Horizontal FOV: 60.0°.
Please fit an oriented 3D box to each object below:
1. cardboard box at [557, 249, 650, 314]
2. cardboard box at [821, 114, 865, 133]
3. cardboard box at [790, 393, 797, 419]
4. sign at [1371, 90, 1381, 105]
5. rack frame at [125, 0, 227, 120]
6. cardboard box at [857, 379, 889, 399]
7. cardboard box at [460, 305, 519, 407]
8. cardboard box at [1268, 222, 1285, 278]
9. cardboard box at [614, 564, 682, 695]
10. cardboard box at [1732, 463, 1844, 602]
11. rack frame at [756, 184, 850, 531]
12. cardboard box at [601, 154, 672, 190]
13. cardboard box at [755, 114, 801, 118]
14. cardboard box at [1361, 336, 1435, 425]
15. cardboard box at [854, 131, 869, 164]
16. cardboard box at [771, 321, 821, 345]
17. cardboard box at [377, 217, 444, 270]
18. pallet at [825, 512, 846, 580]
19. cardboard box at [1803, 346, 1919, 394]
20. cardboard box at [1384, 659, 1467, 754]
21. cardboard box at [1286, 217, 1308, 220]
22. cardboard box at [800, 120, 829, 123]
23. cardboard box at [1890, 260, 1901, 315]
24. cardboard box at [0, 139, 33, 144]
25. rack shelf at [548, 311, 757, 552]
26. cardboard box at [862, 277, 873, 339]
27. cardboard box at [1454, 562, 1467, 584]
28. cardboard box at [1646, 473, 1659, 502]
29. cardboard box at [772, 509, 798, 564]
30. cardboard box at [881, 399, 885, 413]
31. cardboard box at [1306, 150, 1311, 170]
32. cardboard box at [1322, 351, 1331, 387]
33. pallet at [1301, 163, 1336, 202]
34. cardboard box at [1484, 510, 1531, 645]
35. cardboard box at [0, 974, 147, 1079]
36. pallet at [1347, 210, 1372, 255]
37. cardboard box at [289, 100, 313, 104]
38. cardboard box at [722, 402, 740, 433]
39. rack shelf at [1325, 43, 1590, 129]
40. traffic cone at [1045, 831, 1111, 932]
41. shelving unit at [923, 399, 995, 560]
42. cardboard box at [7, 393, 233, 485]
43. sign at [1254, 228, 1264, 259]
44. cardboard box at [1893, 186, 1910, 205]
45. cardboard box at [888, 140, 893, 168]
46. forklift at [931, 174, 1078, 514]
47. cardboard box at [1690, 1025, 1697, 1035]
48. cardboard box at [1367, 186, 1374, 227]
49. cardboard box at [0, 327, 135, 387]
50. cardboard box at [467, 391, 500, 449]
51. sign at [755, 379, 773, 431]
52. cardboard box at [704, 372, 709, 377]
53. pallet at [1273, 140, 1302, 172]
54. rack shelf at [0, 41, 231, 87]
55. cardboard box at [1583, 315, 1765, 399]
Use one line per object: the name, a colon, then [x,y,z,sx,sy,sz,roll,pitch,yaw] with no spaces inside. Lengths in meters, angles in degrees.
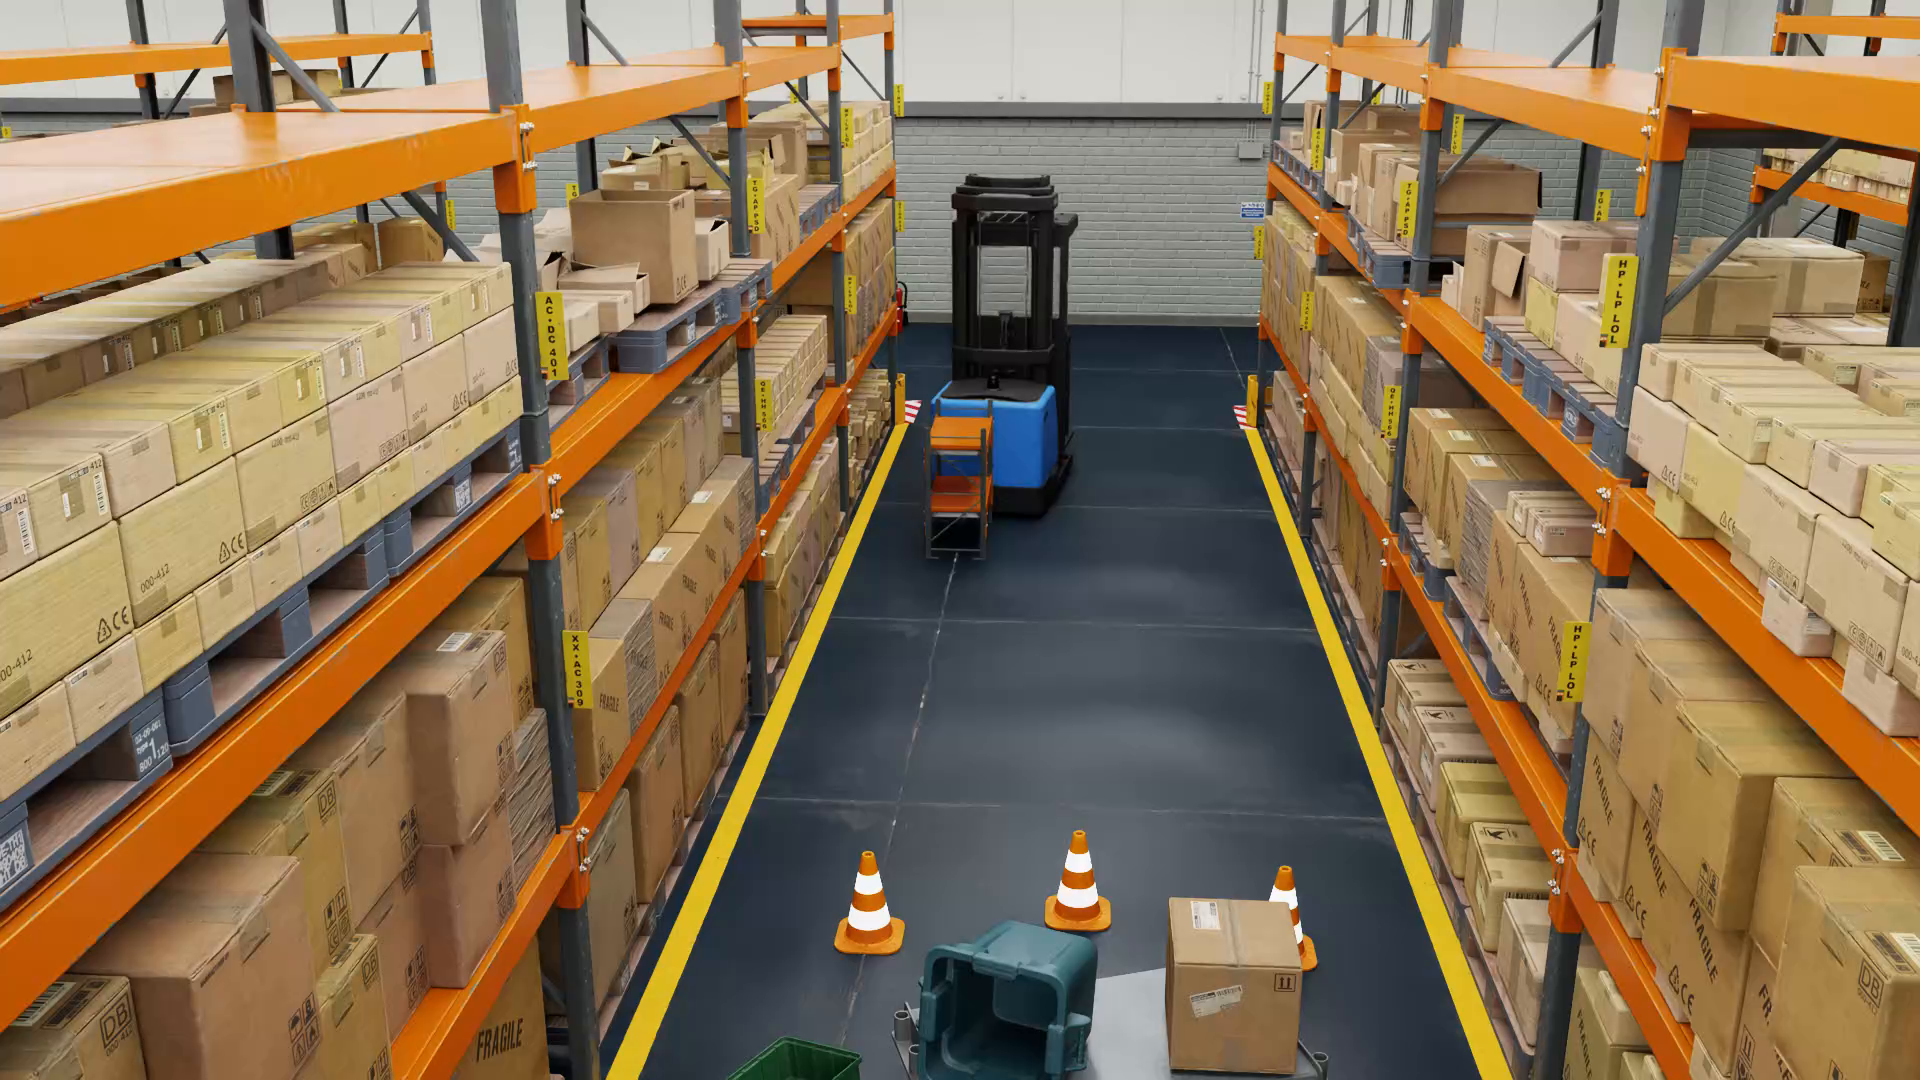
cardboard box: [-1.709,-1.238,7.946,0.396,0.266,0.258,1,18,4]
cardboard box: [-1.076,-3.810,15.215,0.380,0.149,0.250,2,18,7]
cardboard box: [-1.421,-1.002,12.393,0.380,0.149,0.250,1,18,2]
sign: [4.291,-4.492,17.204,0.100,0.325,0.005,1,18,4]
rack frame: [-6.421,-4.530,13.796,1.000,3.000,0.127,1,18,4]
cardboard box: [-0.947,-1.577,17.367,0.380,0.149,0.250,1,18,3]
cardboard box: [-1.834,-0.636,5.659,0.500,0.250,0.500,1,18,3]
cardboard box: [3.402,-2.920,16.750,0.500,0.500,0.500,1,18,2]
cardboard box: [-1.674,0.431,8.131,0.500,0.500,0.500,1,18,4]
cardboard box: [2.509,-0.023,4.621,0.500,0.250,0.500,1,18,4]
rack frame: [-1.481,-1.537,14.297,1.000,3.000,0.127,1,18,4]
cardboard box: [-1.998,-2.263,10.305,0.396,0.266,0.258,1,18,4]
cardboard box: [-1.664,-3.824,15.256,0.380,0.149,0.250,1,18,4]
cardboard box: [2.982,-1.064,11.088,0.500,0.500,0.500,2,18,5]
cardboard box: [-1.117,-3.584,15.163,0.500,0.250,0.500,2,18,5]
cardboard box: [-1.334,-1.688,13.529,0.380,0.149,0.250,1,18,2]
cardboard box: [-5.907,-3.191,17.903,0.500,0.500,0.500,2,18,5]
pallet: [-1.535,0.030,13.993,1.003,0.211,1.213,1,18,4]
cardboard box: [3.085,-0.555,5.605,0.380,0.149,0.250,2,18,5]
cardboard box: [3.126,1.009,10.073,0.950,0.372,0.625,0,18,0]
cardboard box: [3.341,-3.025,16.028,0.380,0.149,0.250,1,18,4]
cardboard box: [-1.204,-3.566,14.470,0.380,0.149,0.250,1,18,3]
cardboard box: [8.787,-2.231,14.975,0.500,0.500,0.500,1,18,2]
cardboard box: [-6.762,-2.571,11.798,0.500,0.500,0.500,2,18,7]
rack shelf: [-1.911,-0.757,8.255,1.077,0.370,4.000,1,18,4]
cardboard box: [-1.094,-2.184,15.632,0.500,0.500,0.500,1,18,3]
cardboard box: [2.869,0.133,8.927,0.380,0.149,0.250,2,18,7]
cardboard box: [2.620,-0.187,5.763,0.380,0.149,0.250,1,18,3]
cardboard box: [-1.441,-0.029,11.830,0.500,0.250,0.500,1,18,3]
cardboard box: [-0.983,-1.434,17.408,0.380,0.149,0.250,1,18,2]
cardboard box: [3.209,-3.299,14.424,0.380,0.149,0.250,2,18,5]
cardboard box: [3.141,-1.331,13.107,0.500,0.250,0.500,2,18,5]
pallet: [3.533,-3.095,14.377,1.003,0.211,1.213,1,18,4]
cardboard box: [2.772,0.175,7.758,0.500,0.500,0.500,2,18,6]
cardboard box: [-2.329,1.318,3.608,0.875,0.550,0.550,1,18,4]
pallet: [3.247,-2.100,11.501,1.003,0.211,1.213,2,18,6]
cardboard box: [-6.382,-3.811,15.422,0.700,0.500,0.500,2,18,7]
cardboard box: [-1.541,-0.798,10.816,0.380,0.149,0.250,1,18,4]
rack shelf: [3.320,-3.156,11.400,1.077,0.370,4.000,1,18,4]
traffic cone: [0.606,1.703,8.481,0.336,0.463,0.334,1,18,4]
shelving unit: [0.000,-0.537,14.254,0.538,1.125,1.048,1,18,4]
cardboard box: [-1.908,-0.234,3.789,0.380,0.149,0.250,1,18,3]
sign: [3.197,-3.164,17.743,0.100,0.325,0.005,1,18,4]
cardboard box: [8.194,-2.932,14.140,0.380,0.149,0.250,2,18,6]
cardboard box: [-0.963,-3.986,17.195,0.500,0.250,0.500,1,18,3]
forklift: [0.517,-2.046,15.961,1.130,2.935,3.031,4,18,11]
cardboard box: [2.552,1.559,5.251,0.380,0.149,0.250,1,18,4]
cardboard box: [2.926,-2.212,11.082,0.396,0.266,0.258,1,18,3]
cardboard box: [-2.510,-0.484,4.553,0.380,0.149,0.250,1,18,4]
cardboard box: [-1.780,-0.407,5.599,0.380,0.149,0.250,2,18,5]
sign: [-1.214,-0.834,10.291,0.100,0.325,0.005,1,18,4]
cardboard box: [-2.078,-1.161,12.400,0.380,0.149,0.250,1,18,3]
pallet: [3.708,-3.853,16.690,1.003,0.211,1.213,1,18,4]
rack shelf: [-6.564,-3.377,12.075,1.077,0.370,4.000,1,18,4]
cardboard box: [2.787,-0.712,6.527,0.500,0.250,0.500,1,18,3]
